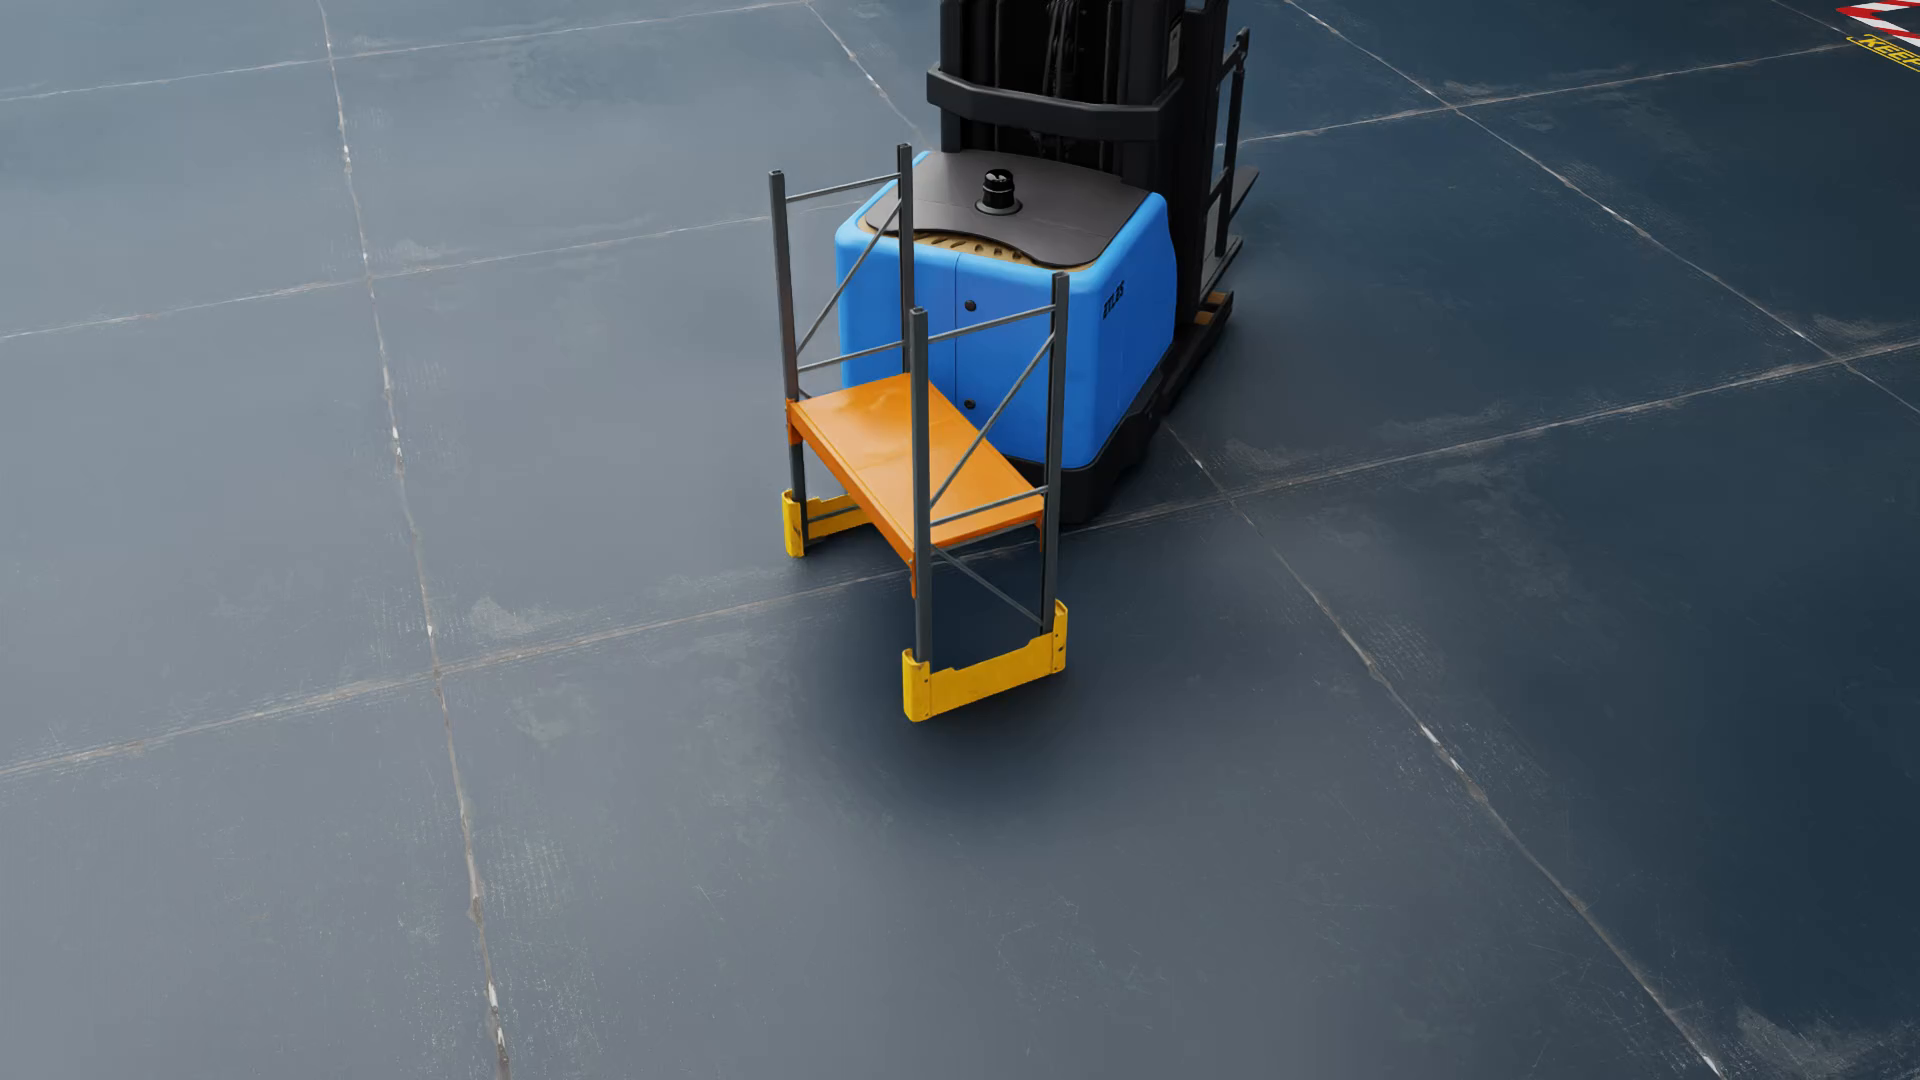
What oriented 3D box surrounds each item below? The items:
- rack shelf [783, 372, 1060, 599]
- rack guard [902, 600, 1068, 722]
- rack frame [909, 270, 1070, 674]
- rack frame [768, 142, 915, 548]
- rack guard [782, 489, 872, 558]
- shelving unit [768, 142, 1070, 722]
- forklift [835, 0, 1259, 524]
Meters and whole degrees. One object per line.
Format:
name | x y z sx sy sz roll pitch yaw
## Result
rack shelf | -0.150 -0.227 5.603 0.538 0.185 1.000 -18 40 -22
rack guard | 0.086 0.399 5.513 0.587 0.250 0.087 -18 40 -22
rack frame | 0.087 -0.100 5.136 0.500 1.500 0.032 -18 40 -22
rack frame | -0.386 -0.641 5.855 0.500 1.500 0.032 -18 40 -22
rack guard | -0.377 -0.132 6.217 0.587 0.250 0.087 -18 40 -22
shelving unit | -0.145 -0.366 5.489 0.587 1.500 1.083 -18 40 -22
forklift | 0.587 -2.114 6.620 1.130 2.935 3.031 15 39 19
